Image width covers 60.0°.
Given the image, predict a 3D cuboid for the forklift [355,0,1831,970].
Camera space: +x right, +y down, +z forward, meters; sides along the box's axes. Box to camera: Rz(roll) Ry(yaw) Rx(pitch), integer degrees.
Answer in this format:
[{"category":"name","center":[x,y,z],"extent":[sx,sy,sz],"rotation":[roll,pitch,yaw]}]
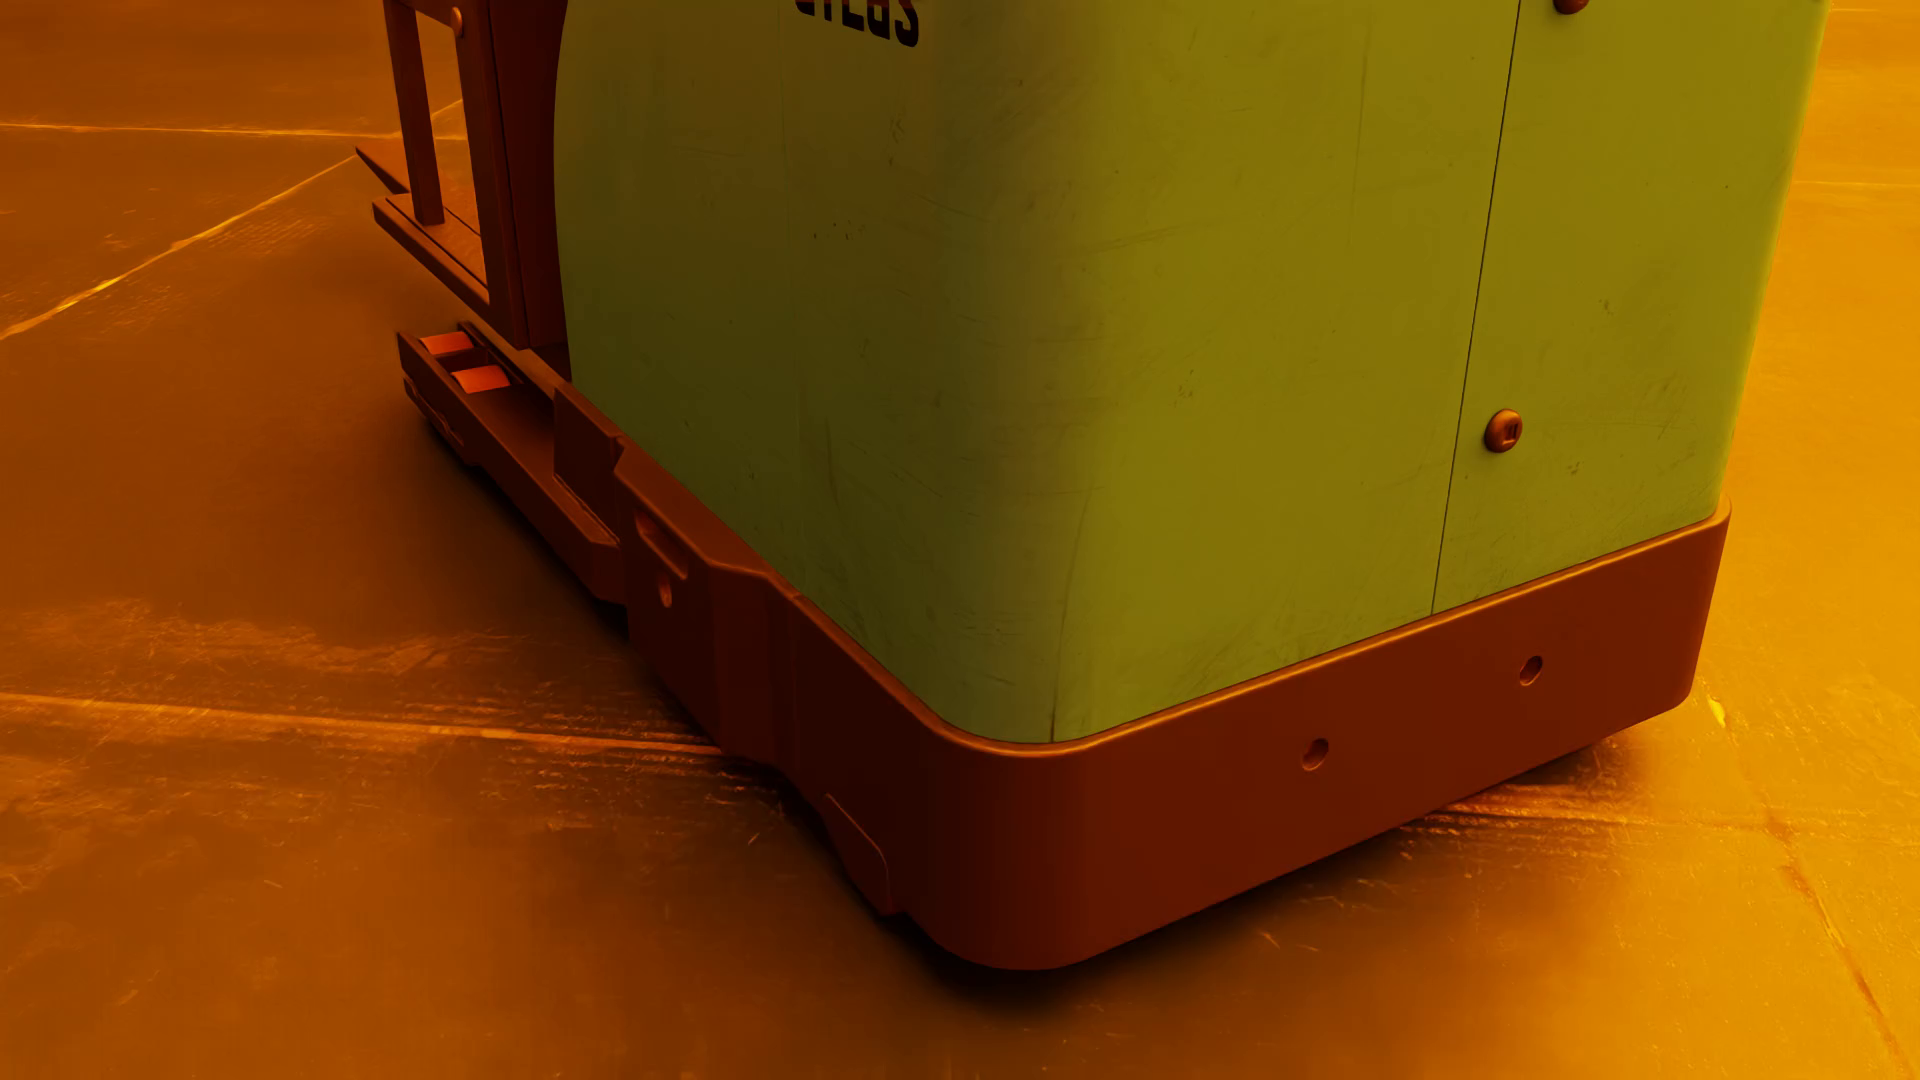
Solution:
[{"category":"forklift","center":[-0.315,-1.529,2.282],"extent":[1.130,2.935,3.031],"rotation":[-15,30,-28]}]
